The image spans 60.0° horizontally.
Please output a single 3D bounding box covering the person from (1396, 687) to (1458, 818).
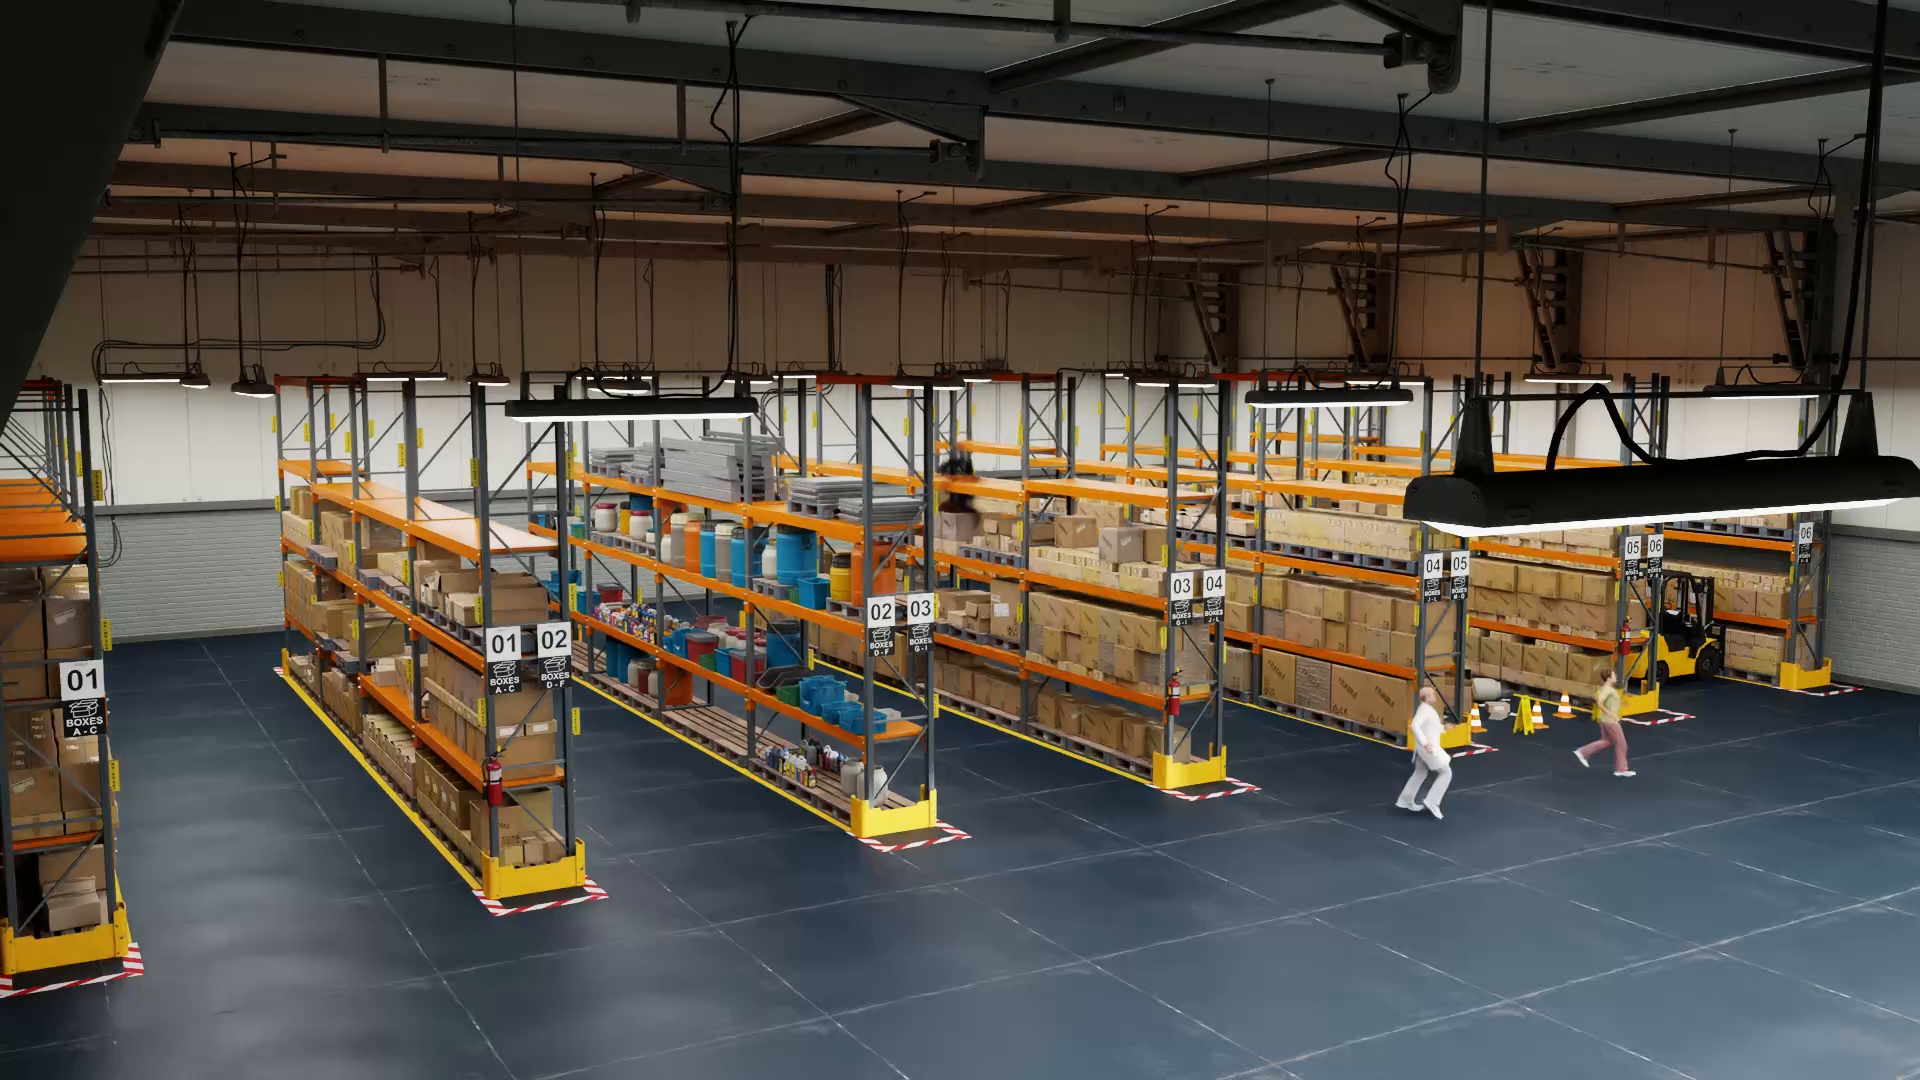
[{"bbox_3d":[6.475,2.942,23.011,0.807,1.831,0.673,0,6,1],"label":"person"}]

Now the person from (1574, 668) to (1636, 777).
[{"bbox_3d":[9.808,2.752,25.210,0.882,1.642,0.589,2,6,14],"label":"person"}]
